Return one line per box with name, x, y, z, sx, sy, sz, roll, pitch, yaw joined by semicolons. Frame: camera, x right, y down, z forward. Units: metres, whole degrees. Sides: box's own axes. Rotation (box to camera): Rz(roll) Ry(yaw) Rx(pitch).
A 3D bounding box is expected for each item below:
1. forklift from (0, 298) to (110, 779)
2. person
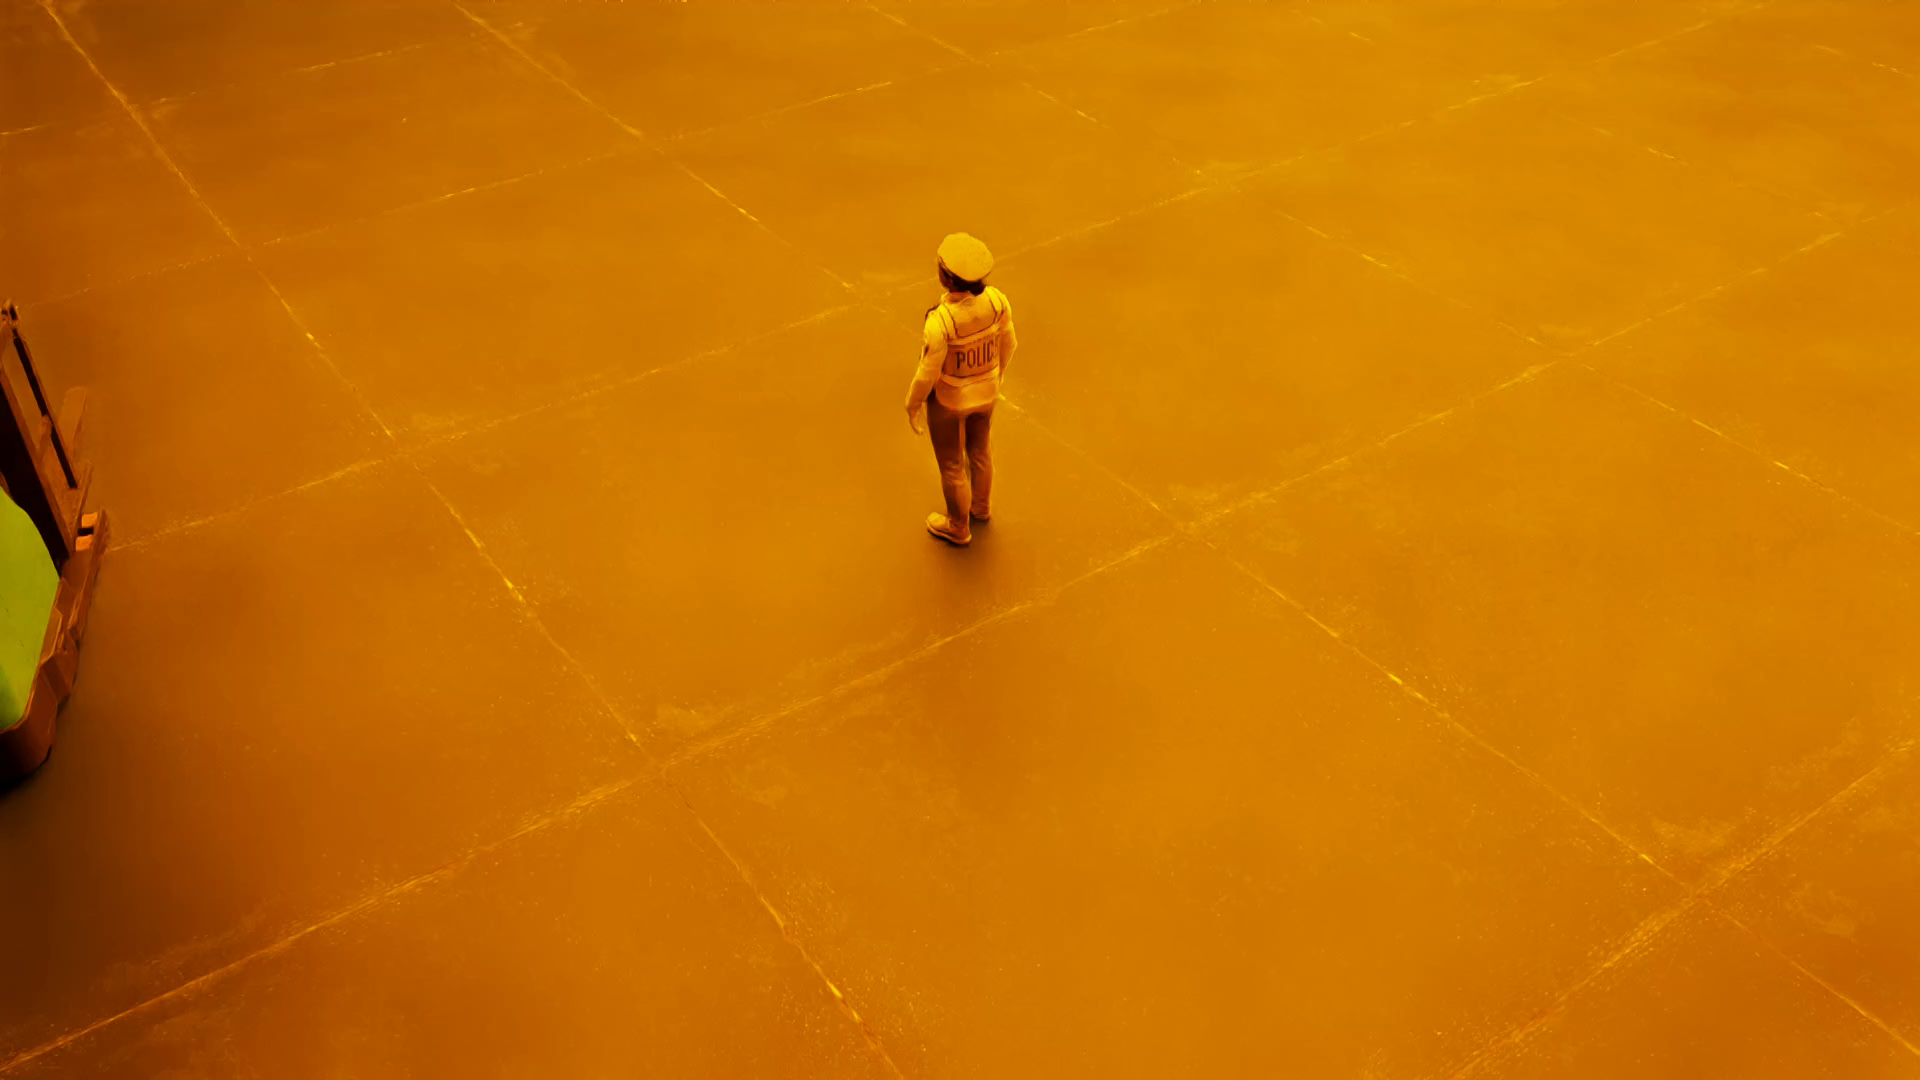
forklift;-4.755;-0.932;7.205;1.130;2.935;3.031;-9;37;-12
person;-0.033;-0.722;7.949;0.586;1.695;0.532;-23;42;-28
